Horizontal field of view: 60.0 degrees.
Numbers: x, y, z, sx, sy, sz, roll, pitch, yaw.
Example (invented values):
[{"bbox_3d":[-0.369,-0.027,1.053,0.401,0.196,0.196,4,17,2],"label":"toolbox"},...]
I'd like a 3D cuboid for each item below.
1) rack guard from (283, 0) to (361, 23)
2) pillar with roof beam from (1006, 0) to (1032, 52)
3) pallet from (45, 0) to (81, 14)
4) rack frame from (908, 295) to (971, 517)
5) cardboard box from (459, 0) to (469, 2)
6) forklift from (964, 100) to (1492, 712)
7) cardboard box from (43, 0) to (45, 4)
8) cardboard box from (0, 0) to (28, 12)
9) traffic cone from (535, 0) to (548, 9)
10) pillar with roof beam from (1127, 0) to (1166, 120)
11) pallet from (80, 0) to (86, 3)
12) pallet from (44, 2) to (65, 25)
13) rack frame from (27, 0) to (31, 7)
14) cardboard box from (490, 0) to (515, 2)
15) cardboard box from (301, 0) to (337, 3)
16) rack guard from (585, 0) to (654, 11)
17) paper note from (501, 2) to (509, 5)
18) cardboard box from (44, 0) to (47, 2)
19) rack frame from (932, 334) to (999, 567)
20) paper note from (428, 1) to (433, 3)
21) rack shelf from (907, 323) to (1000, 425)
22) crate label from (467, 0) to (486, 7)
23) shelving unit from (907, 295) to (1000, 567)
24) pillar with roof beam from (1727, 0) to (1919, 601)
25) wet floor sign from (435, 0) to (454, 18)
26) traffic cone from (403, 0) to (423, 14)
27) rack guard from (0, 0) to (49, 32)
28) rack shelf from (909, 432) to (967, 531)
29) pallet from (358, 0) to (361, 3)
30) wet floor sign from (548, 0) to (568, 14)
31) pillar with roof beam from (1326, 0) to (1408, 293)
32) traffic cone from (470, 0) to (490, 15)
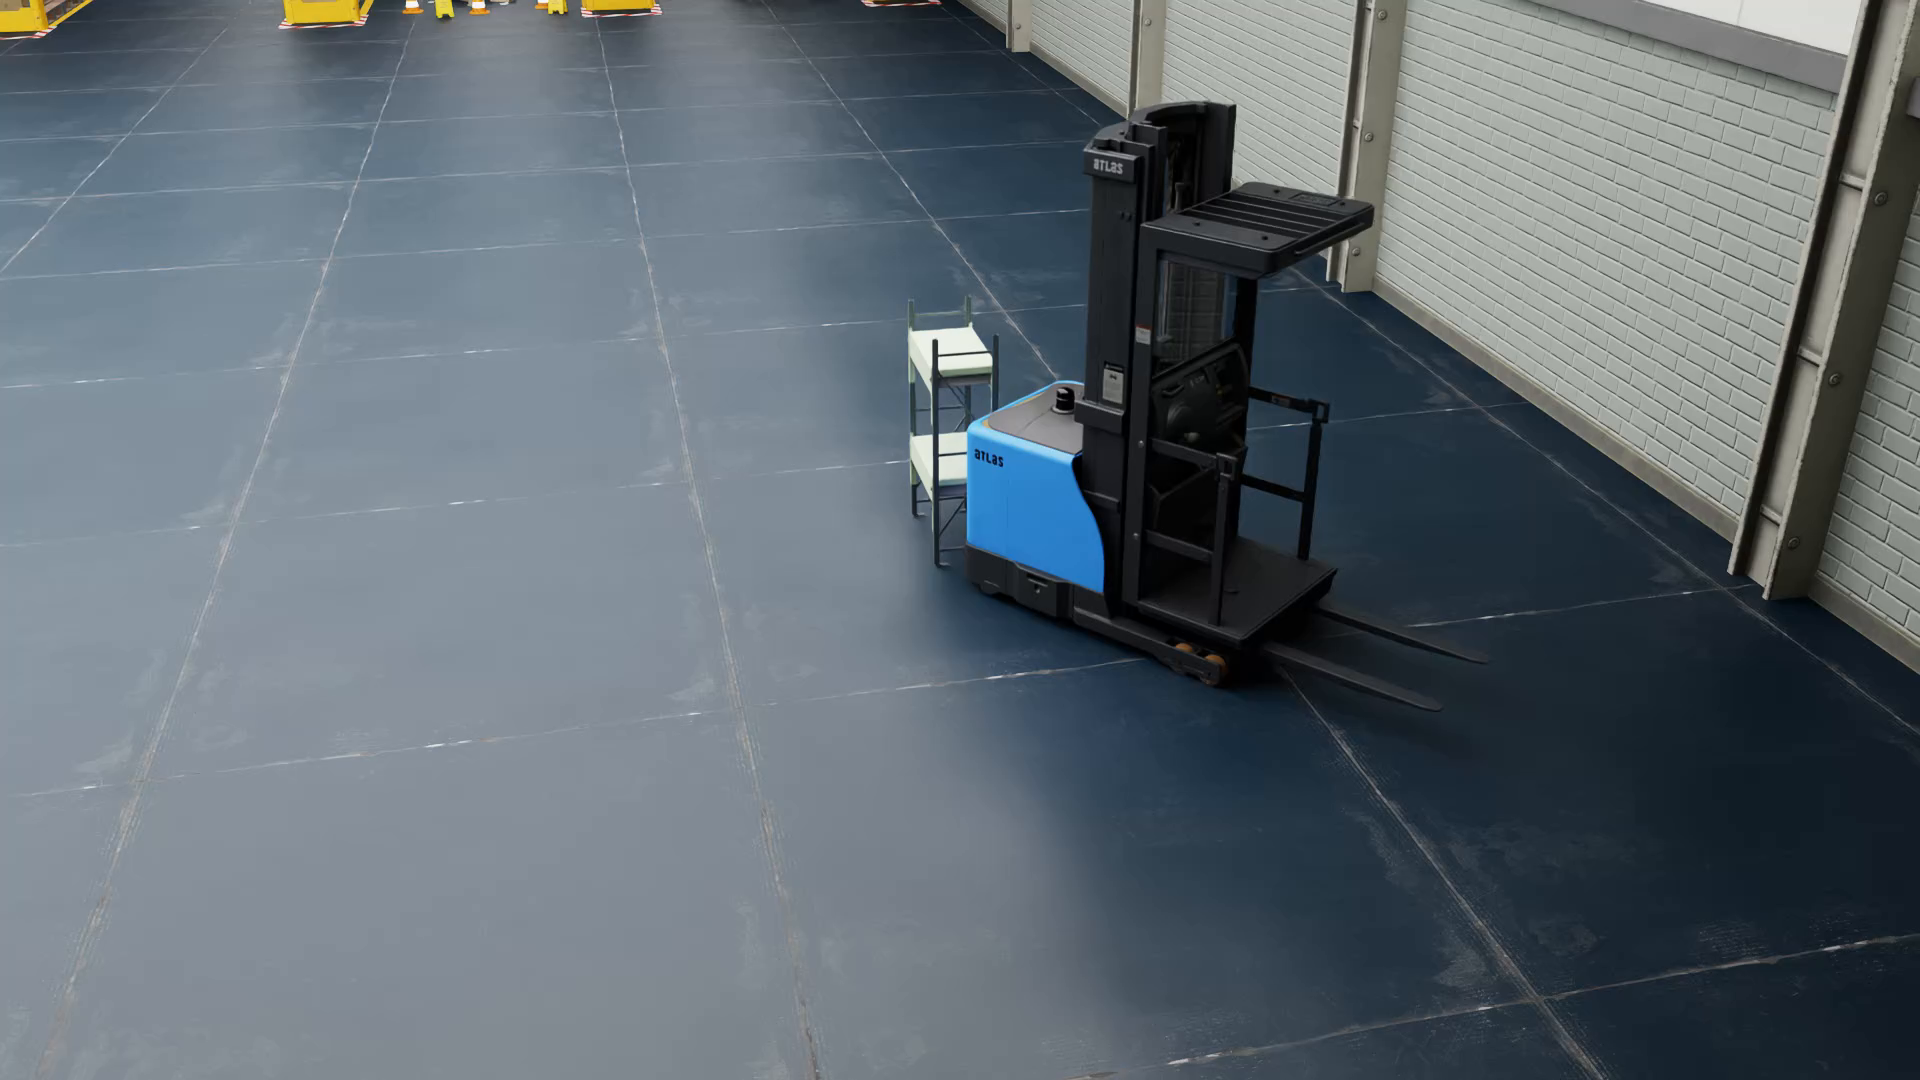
[{"bbox_3d":[-10.786,-9.035,28.096,1.175,0.500,0.348,-6,27,-12],"label":"rack guard"},{"bbox_3d":[-3.278,-11.218,22.989,9.100,9.000,0.400,-6,27,-12],"label":"pillar with roof beam"},{"bbox_3d":[-16.084,-9.385,29.111,1.003,0.211,1.213,-6,27,-12],"label":"pallet"},{"bbox_3d":[-0.126,-0.848,10.766,0.400,1.500,0.023,-6,27,-11],"label":"rack frame"},{"bbox_3d":[-8.854,-10.108,30.218,0.637,0.503,0.797,19,32,32],"label":"cardboard box"},{"bbox_3d":[1.488,-0.778,9.038,3.031,2.935,1.130,20,33,34],"label":"forklift"},{"bbox_3d":[-15.939,-9.309,28.172,0.500,0.500,0.500,1,27,2],"label":"cardboard box"},{"bbox_3d":[-15.771,-9.050,27.659,0.500,0.500,0.500,-1,27,-2],"label":"cardboard box"},{"bbox_3d":[-7.346,-9.634,29.323,0.336,0.463,0.334,-6,27,-12],"label":"traffic cone"},{"bbox_3d":[-1.925,-8.584,17.771,9.100,9.000,0.400,-6,27,-12],"label":"pillar with roof beam"},{"bbox_3d":[-16.363,-9.922,30.174,1.003,0.211,1.213,-6,27,-12],"label":"pallet"},{"bbox_3d":[-15.813,-8.851,28.052,1.003,0.211,1.213,-6,27,-12],"label":"pallet"},{"bbox_3d":[-15.647,-9.702,26.643,1.000,3.000,0.127,-6,27,-12],"label":"rack frame"},{"bbox_3d":[-8.255,-9.806,30.013,0.380,0.149,0.250,8,28,15],"label":"cardboard box"},{"bbox_3d":[-11.009,-9.691,28.514,0.875,0.875,0.875,-6,27,-11],"label":"cardboard box"},{"bbox_3d":[-6.009,-9.626,29.267,1.175,0.500,0.348,-6,27,-12],"label":"rack guard"},{"bbox_3d":[-8.144,-9.596,29.728,0.148,0.019,0.142,-16,31,-29],"label":"paper note"},{"bbox_3d":[-16.062,-9.585,28.720,0.500,0.500,0.500,-3,27,-7],"label":"cardboard box"},{"bbox_3d":[0.031,-0.526,10.128,0.400,1.500,0.023,-6,27,-11],"label":"rack frame"},{"bbox_3d":[-9.482,-9.678,29.892,0.144,0.017,0.142,3,27,6],"label":"paper note"},{"bbox_3d":[-0.047,-1.036,10.271,0.431,0.370,0.720,-6,27,-11],"label":"rack shelf"},{"bbox_3d":[-8.588,-9.565,29.549,0.250,0.136,0.298,-23,35,-38],"label":"crate label"},{"bbox_3d":[-0.047,-0.687,10.447,0.431,1.500,0.755,-6,27,-11],"label":"shelving unit"},{"bbox_3d":[0.779,-3.316,7.334,9.100,9.000,0.400,-6,27,-12],"label":"pillar with roof beam"},{"bbox_3d":[-8.856,-9.299,28.457,0.267,0.644,0.232,-11,29,-20],"label":"wet floor sign"},{"bbox_3d":[-9.528,-9.406,28.873,0.336,0.463,0.334,-6,27,-12],"label":"traffic cone"},{"bbox_3d":[-15.664,-8.620,27.273,1.175,0.500,0.348,-6,27,-12],"label":"rack guard"},{"bbox_3d":[-0.047,-0.396,10.594,0.431,0.370,0.720,-6,27,-11],"label":"rack shelf"},{"bbox_3d":[-11.320,-9.794,29.920,1.003,0.211,1.213,-6,27,-12],"label":"pallet"},{"bbox_3d":[-6.992,-9.465,28.787,0.267,0.644,0.232,3,27,6],"label":"wet floor sign"},{"bbox_3d":[-0.573,-5.950,12.552,9.100,9.000,0.400,-6,27,-12],"label":"pillar with roof beam"},{"bbox_3d":[-8.350,-9.372,28.804,0.336,0.463,0.334,-6,27,-12],"label":"traffic cone"}]
